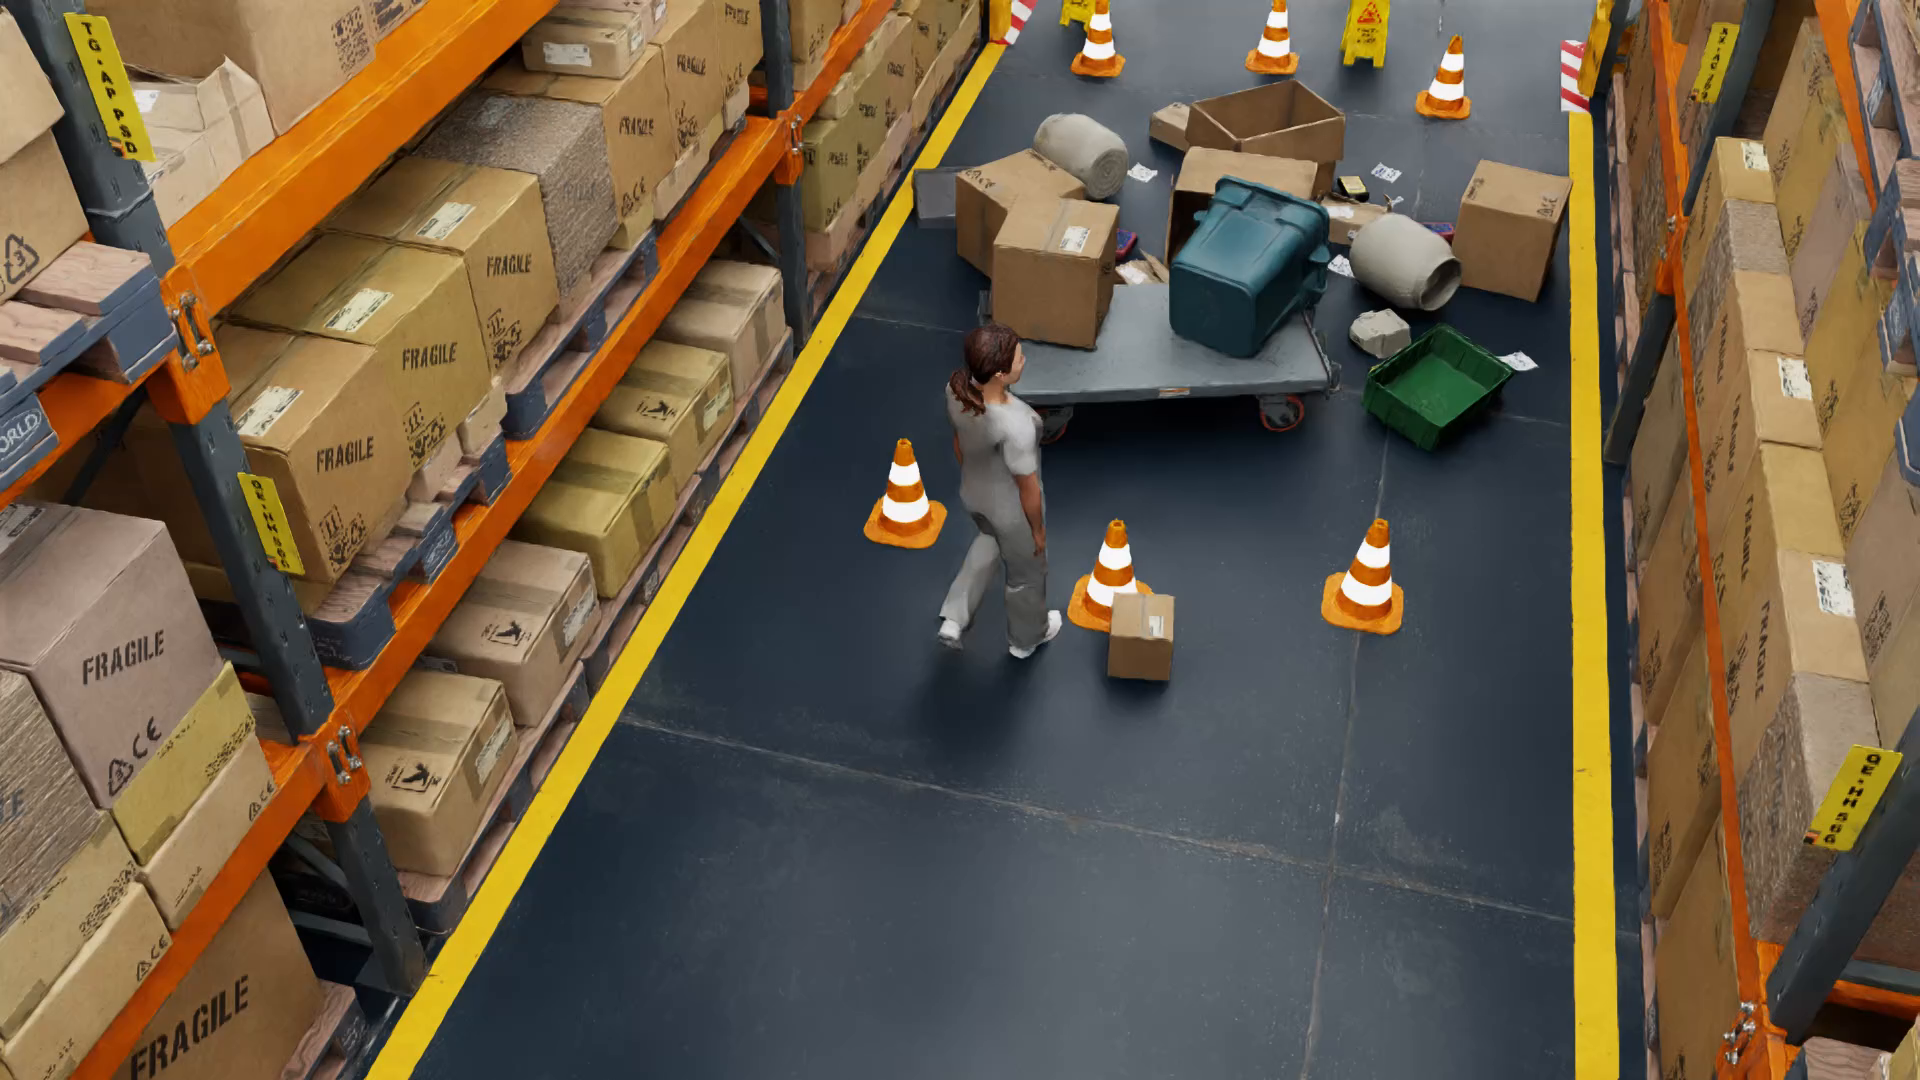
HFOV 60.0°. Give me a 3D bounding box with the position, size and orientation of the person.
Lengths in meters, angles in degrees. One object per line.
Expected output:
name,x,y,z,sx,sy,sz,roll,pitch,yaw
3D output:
person,0.190,-0.157,6.341,0.616,1.669,0.470,-32,50,-31
